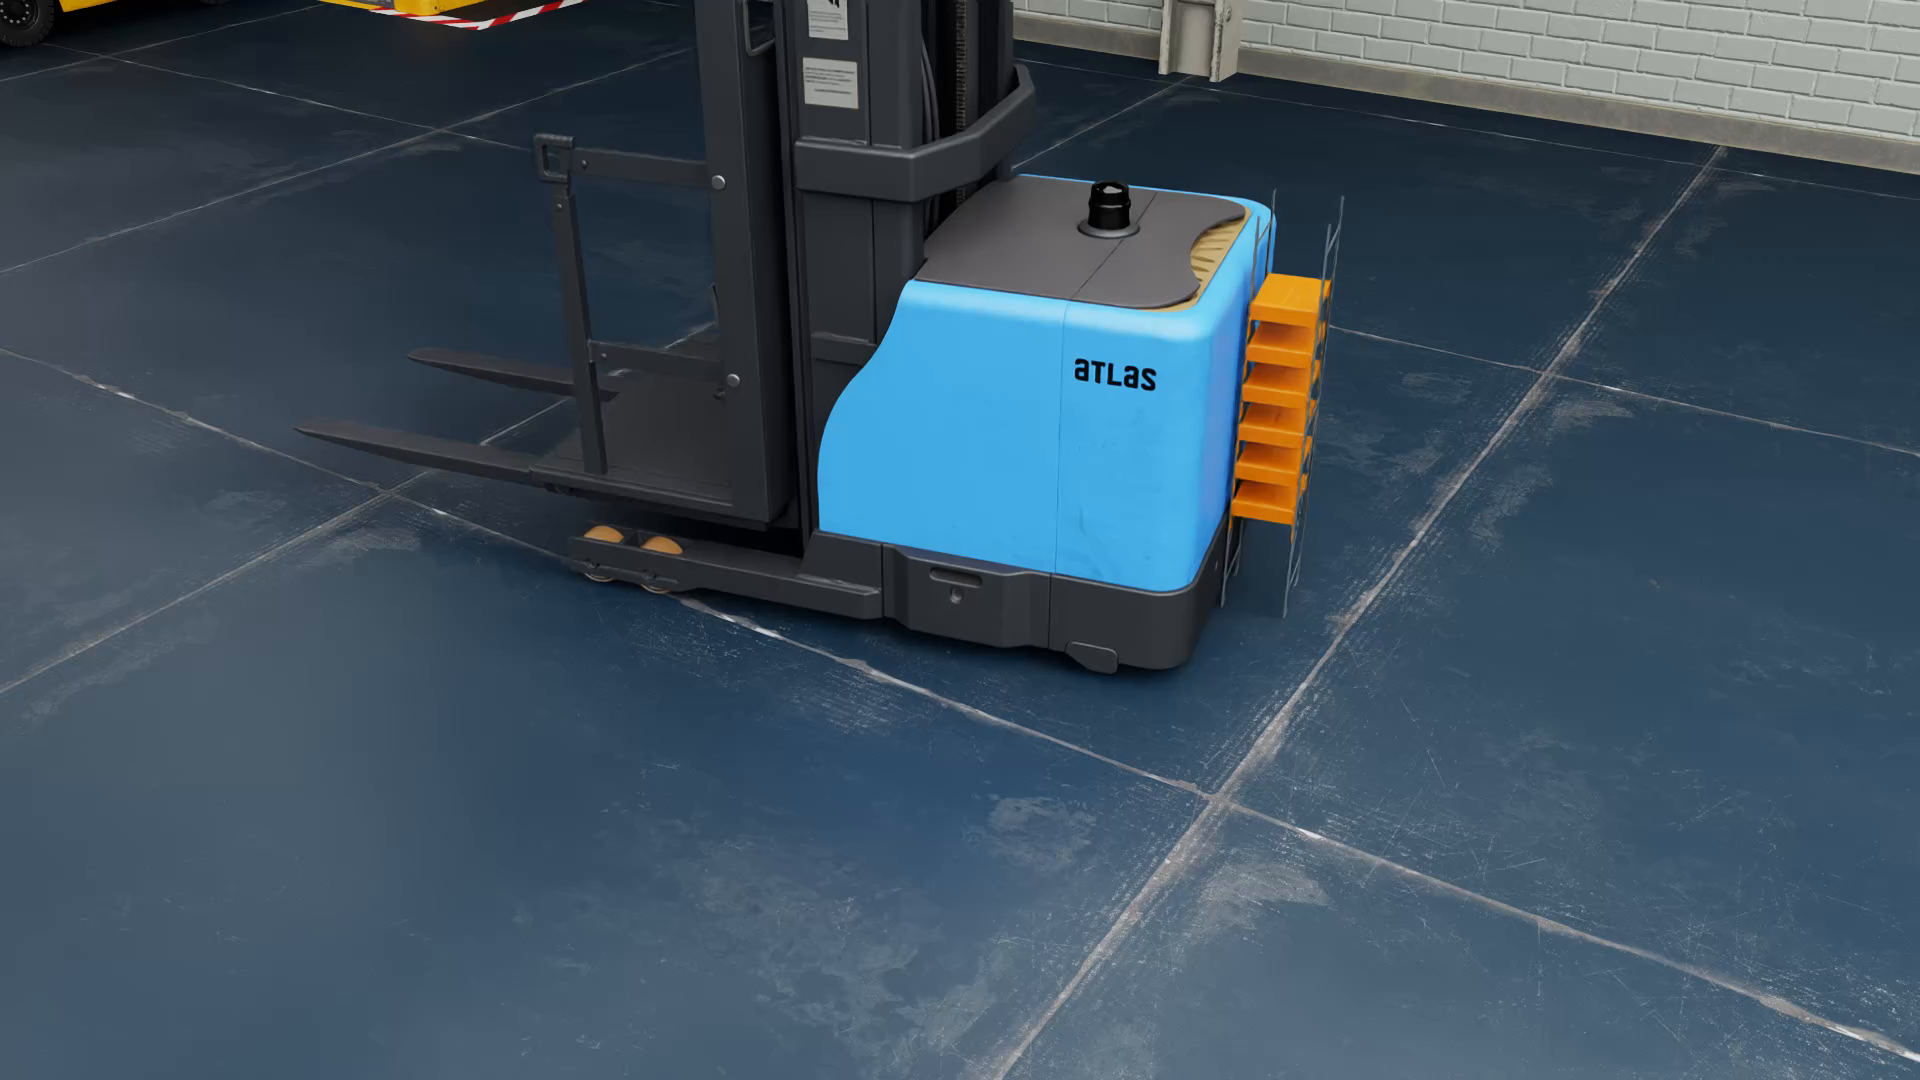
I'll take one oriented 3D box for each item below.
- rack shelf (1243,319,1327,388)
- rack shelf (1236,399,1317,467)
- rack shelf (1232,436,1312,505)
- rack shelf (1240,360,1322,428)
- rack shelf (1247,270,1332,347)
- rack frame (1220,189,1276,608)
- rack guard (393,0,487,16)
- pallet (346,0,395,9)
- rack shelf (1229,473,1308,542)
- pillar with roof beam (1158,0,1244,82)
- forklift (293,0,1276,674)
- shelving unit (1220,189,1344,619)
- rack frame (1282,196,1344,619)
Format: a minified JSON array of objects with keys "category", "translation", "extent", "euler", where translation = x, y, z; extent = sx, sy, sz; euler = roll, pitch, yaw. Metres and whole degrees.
[{"category":"rack shelf","translation":[0.898,-0.528,4.576],"extent":[0.180,0.103,0.258],"euler":[10,32,17]},{"category":"rack shelf","translation":[0.898,-0.321,4.697],"extent":[0.180,0.103,0.258],"euler":[10,32,17]},{"category":"rack shelf","translation":[0.898,-0.217,4.757],"extent":[0.180,0.103,0.258],"euler":[10,32,17]},{"category":"rack shelf","translation":[0.898,-0.424,4.636],"extent":[0.180,0.103,0.258],"euler":[10,32,17]},{"category":"rack shelf","translation":[0.898,-0.631,4.515],"extent":[0.180,0.103,0.258],"euler":[10,32,17]},{"category":"rack frame","translation":[0.812,-0.374,4.701],"extent":[0.006,1.200,0.240],"euler":[10,32,17]},{"category":"rack guard","translation":[-3.498,-4.099,11.780],"extent":[0.348,0.500,1.175],"euler":[18,35,27]},{"category":"pallet","translation":[-4.188,-4.168,12.184],"extent":[1.213,0.211,1.003],"euler":[18,35,27]},{"category":"rack shelf","translation":[0.898,-0.113,4.818],"extent":[0.180,0.103,0.258],"euler":[10,32,17]},{"category":"pillar with roof beam","translation":[-0.836,-4.903,4.724],"extent":[0.400,9.000,9.100],"euler":[18,35,27]},{"category":"forklift","translation":[-0.649,-1.344,4.645],"extent":[3.031,2.935,1.130],"euler":[10,32,17]},{"category":"shelving unit","translation":[0.898,-0.359,4.674],"extent":[0.189,1.200,0.258],"euler":[10,32,17]},{"category":"rack frame","translation":[0.984,-0.343,4.648],"extent":[0.006,1.200,0.240],"euler":[10,32,17]}]
